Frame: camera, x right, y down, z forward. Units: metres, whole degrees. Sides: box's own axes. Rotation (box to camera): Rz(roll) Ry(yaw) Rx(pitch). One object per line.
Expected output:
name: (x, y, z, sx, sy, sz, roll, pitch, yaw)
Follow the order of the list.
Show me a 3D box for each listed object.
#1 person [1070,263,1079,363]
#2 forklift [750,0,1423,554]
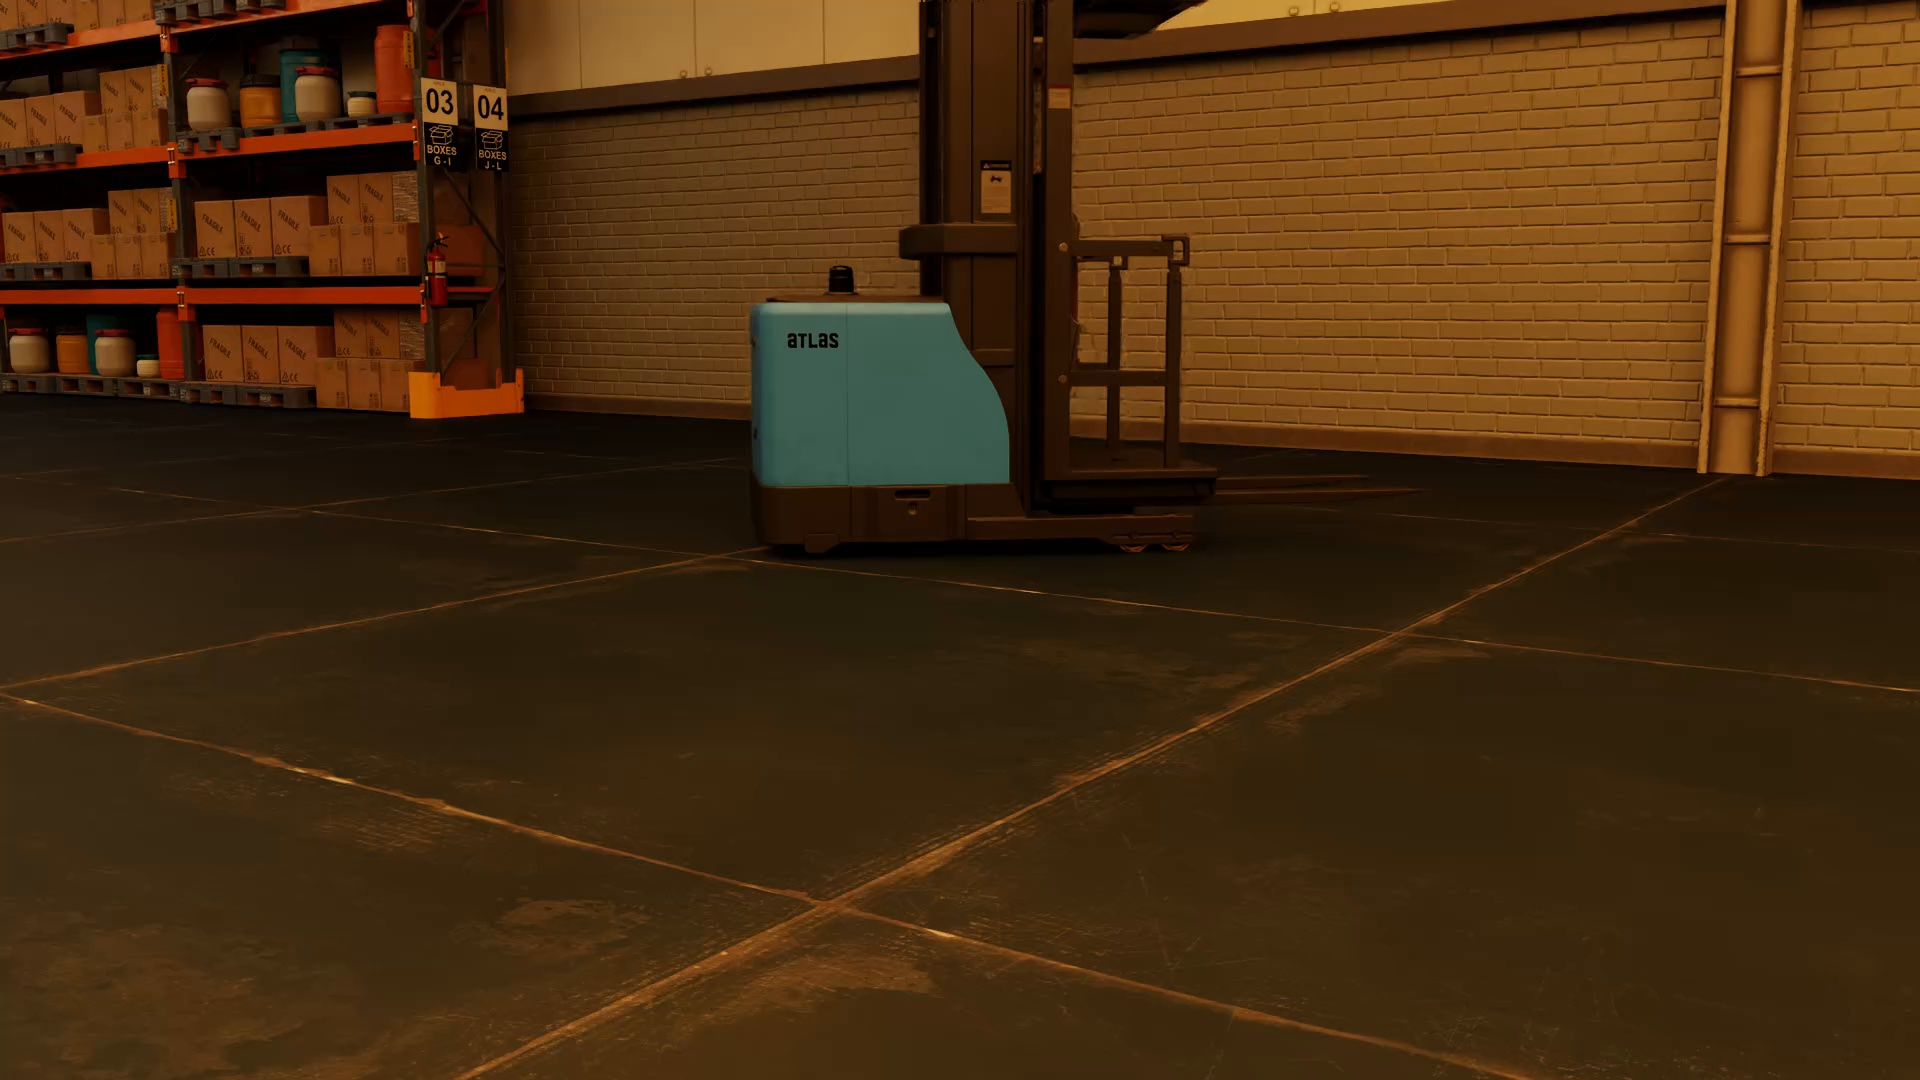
person: (0.641, -1.349, 10.764, 0.388, 1.782, 0.548, 0, 8, 1)
forklift: (0.575, -1.467, 7.512, 3.031, 2.935, 1.130, -1, 8, -9)
